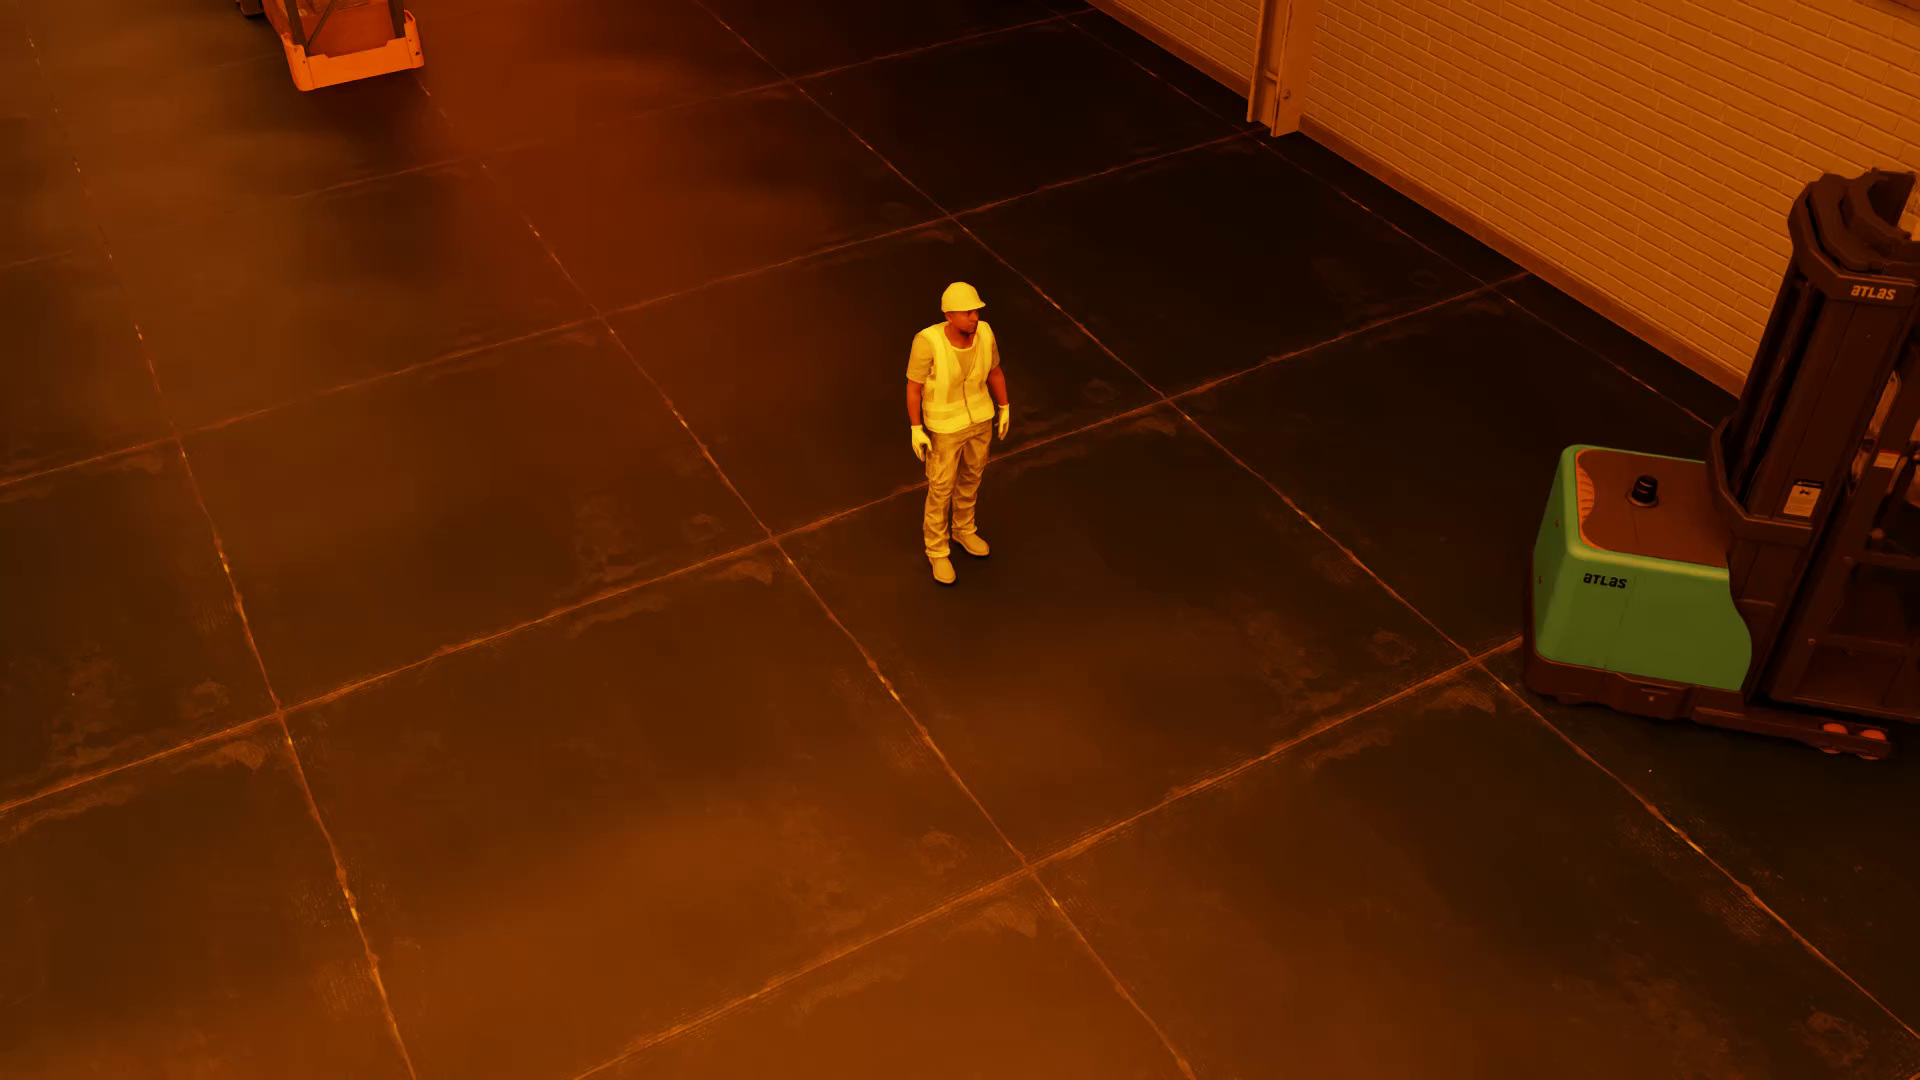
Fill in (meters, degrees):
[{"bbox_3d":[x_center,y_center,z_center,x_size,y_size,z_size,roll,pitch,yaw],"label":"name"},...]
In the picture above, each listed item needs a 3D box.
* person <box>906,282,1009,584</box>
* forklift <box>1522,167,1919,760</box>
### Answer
[{"bbox_3d":[0.028,-0.650,9.707,0.656,1.782,0.577,-20,44,-23],"label":"person"},{"bbox_3d":[4.720,-0.326,8.430,3.031,2.935,1.130,9,41,11],"label":"forklift"}]
